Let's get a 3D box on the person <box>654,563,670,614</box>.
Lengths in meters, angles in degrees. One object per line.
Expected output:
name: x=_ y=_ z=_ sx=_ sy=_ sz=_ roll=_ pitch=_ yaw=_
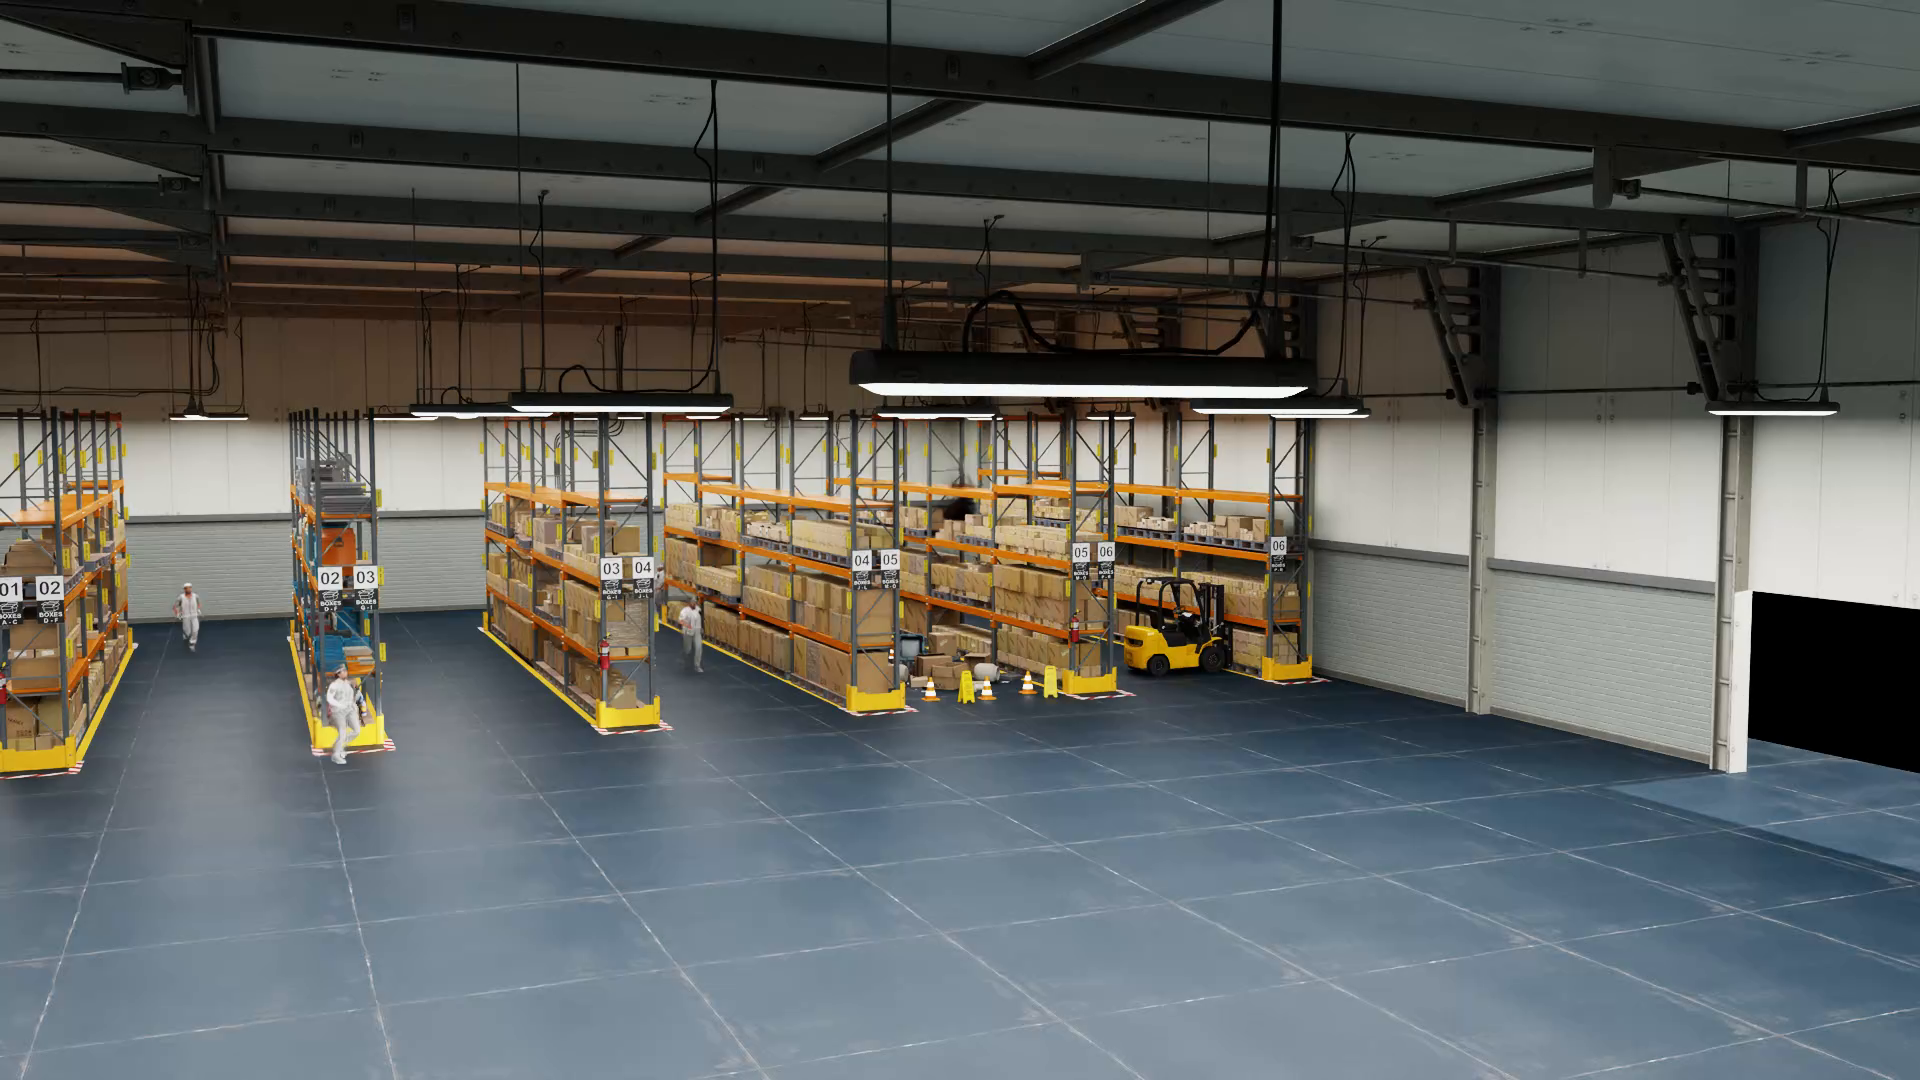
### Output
person: x=-8.791 y=1.489 z=48.861 sx=0.659 sy=1.670 sz=0.620 roll=-3 pitch=5 yaw=-39

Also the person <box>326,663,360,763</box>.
person: x=-10.410 y=2.925 z=28.163 sx=0.489 sy=1.672 sz=0.644 roll=1 pitch=4 yaw=19

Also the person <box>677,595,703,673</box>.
person: x=-6.235 y=2.147 z=38.491 sx=0.647 sy=1.767 sz=0.950 roll=-3 pitch=5 yaw=-34

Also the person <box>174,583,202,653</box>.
person: x=-19.352 y=1.944 z=41.729 sx=0.668 sy=1.745 sz=0.632 roll=-3 pitch=5 yaw=-37
